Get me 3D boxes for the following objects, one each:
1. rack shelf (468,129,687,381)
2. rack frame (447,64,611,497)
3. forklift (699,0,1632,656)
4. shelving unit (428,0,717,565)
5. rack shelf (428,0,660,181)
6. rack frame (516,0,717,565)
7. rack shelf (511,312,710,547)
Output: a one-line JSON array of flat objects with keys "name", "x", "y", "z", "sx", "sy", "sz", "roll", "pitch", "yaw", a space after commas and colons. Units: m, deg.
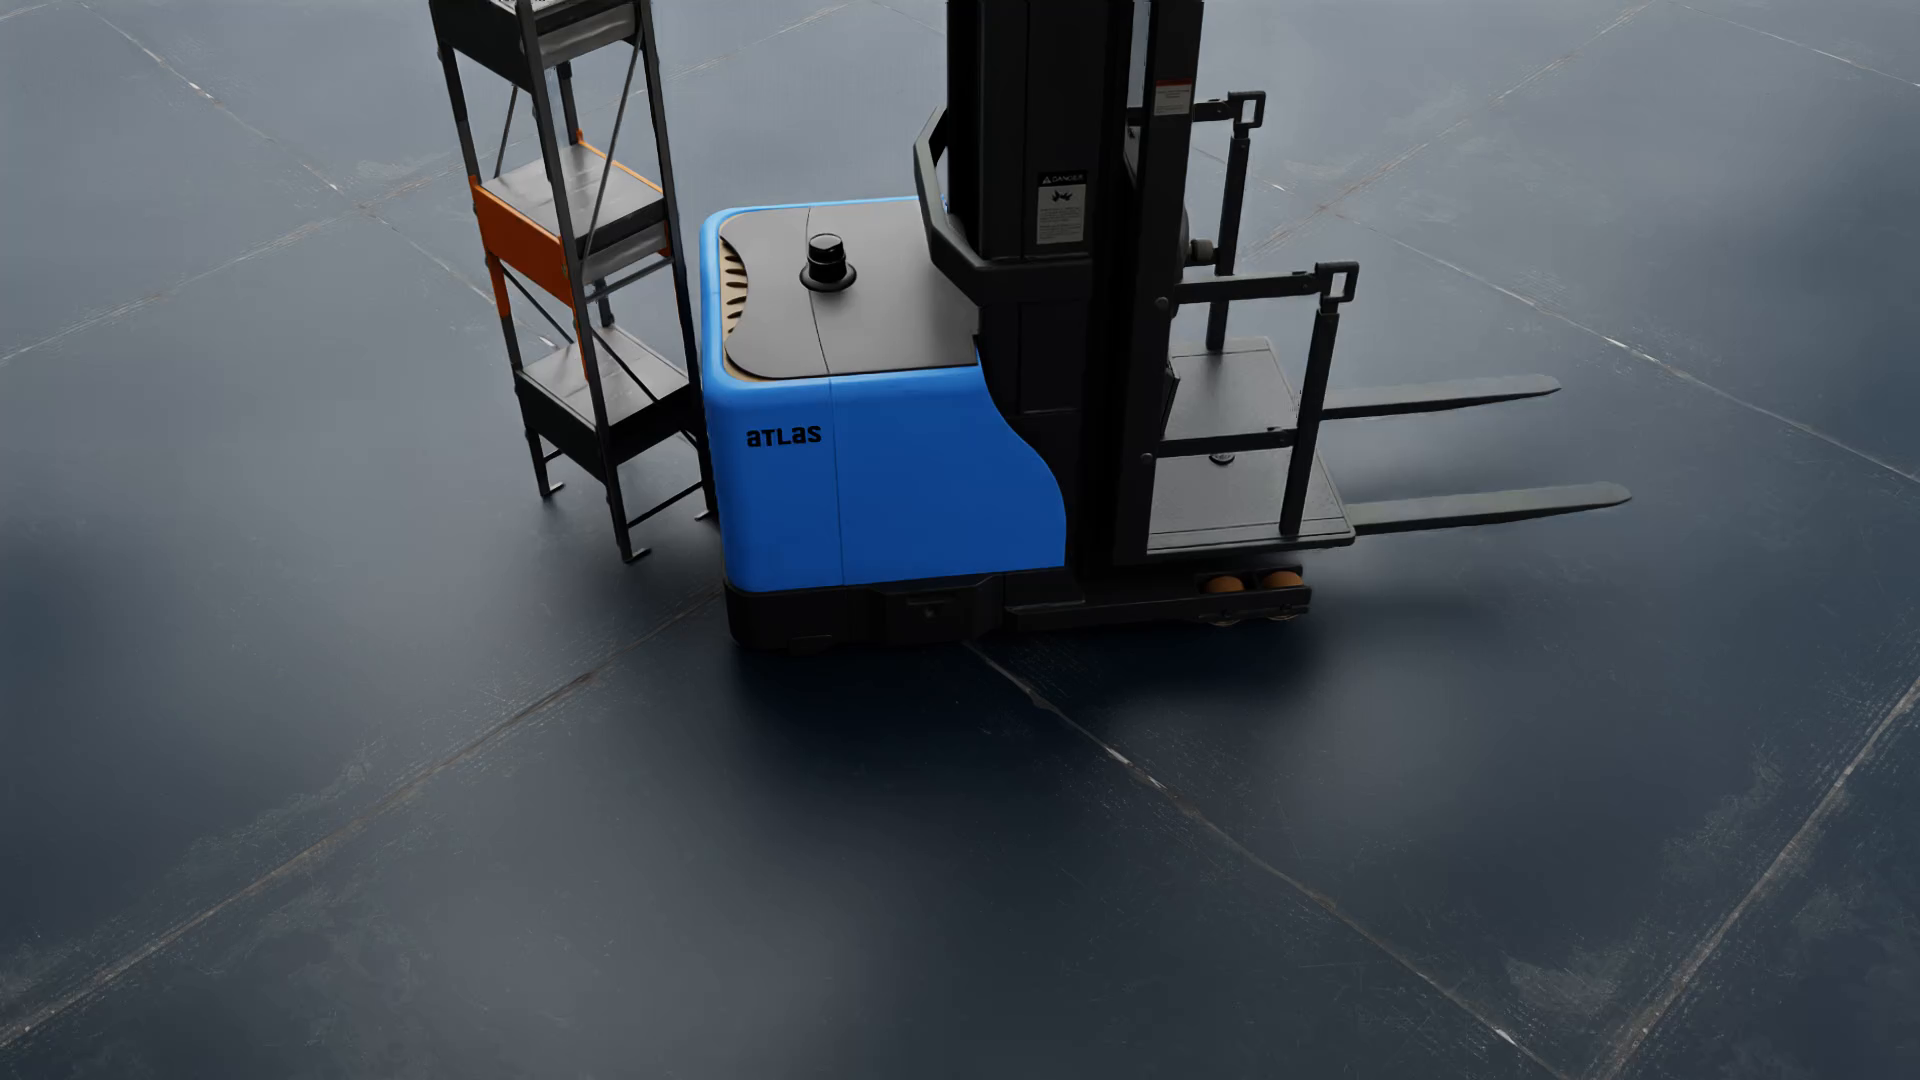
[{"name": "rack shelf", "x": -1.175, "y": -0.894, "z": 5.191, "sx": 0.431, "sy": 0.518, "sz": 0.480, "roll": -34, "pitch": 53, "yaw": -31}, {"name": "rack frame", "x": -1.347, "y": -1.021, "z": 5.308, "sx": 0.400, "sy": 2.100, "sz": 0.015, "roll": -34, "pitch": 53, "yaw": -31}, {"name": "forklift", "x": 0.712, "y": -1.149, "z": 4.834, "sx": 3.031, "sy": 2.935, "sz": 1.130, "roll": -5, "pitch": 43, "yaw": -5}, {"name": "shelving unit", "x": -1.175, "y": -0.904, "z": 5.181, "sx": 0.431, "sy": 2.100, "sz": 0.503, "roll": -34, "pitch": 53, "yaw": -31}, {"name": "rack shelf", "x": -1.175, "y": -1.408, "z": 4.715, "sx": 0.431, "sy": 0.518, "sz": 0.480, "roll": -34, "pitch": 53, "yaw": -31}, {"name": "rack frame", "x": -1.002, "y": -0.787, "z": 5.054, "sx": 0.400, "sy": 2.100, "sz": 0.015, "roll": -34, "pitch": 53, "yaw": -31}, {"name": "rack shelf", "x": -1.175, "y": -0.380, "z": 5.666, "sx": 0.431, "sy": 0.518, "sz": 0.480, "roll": -34, "pitch": 53, "yaw": -31}]
